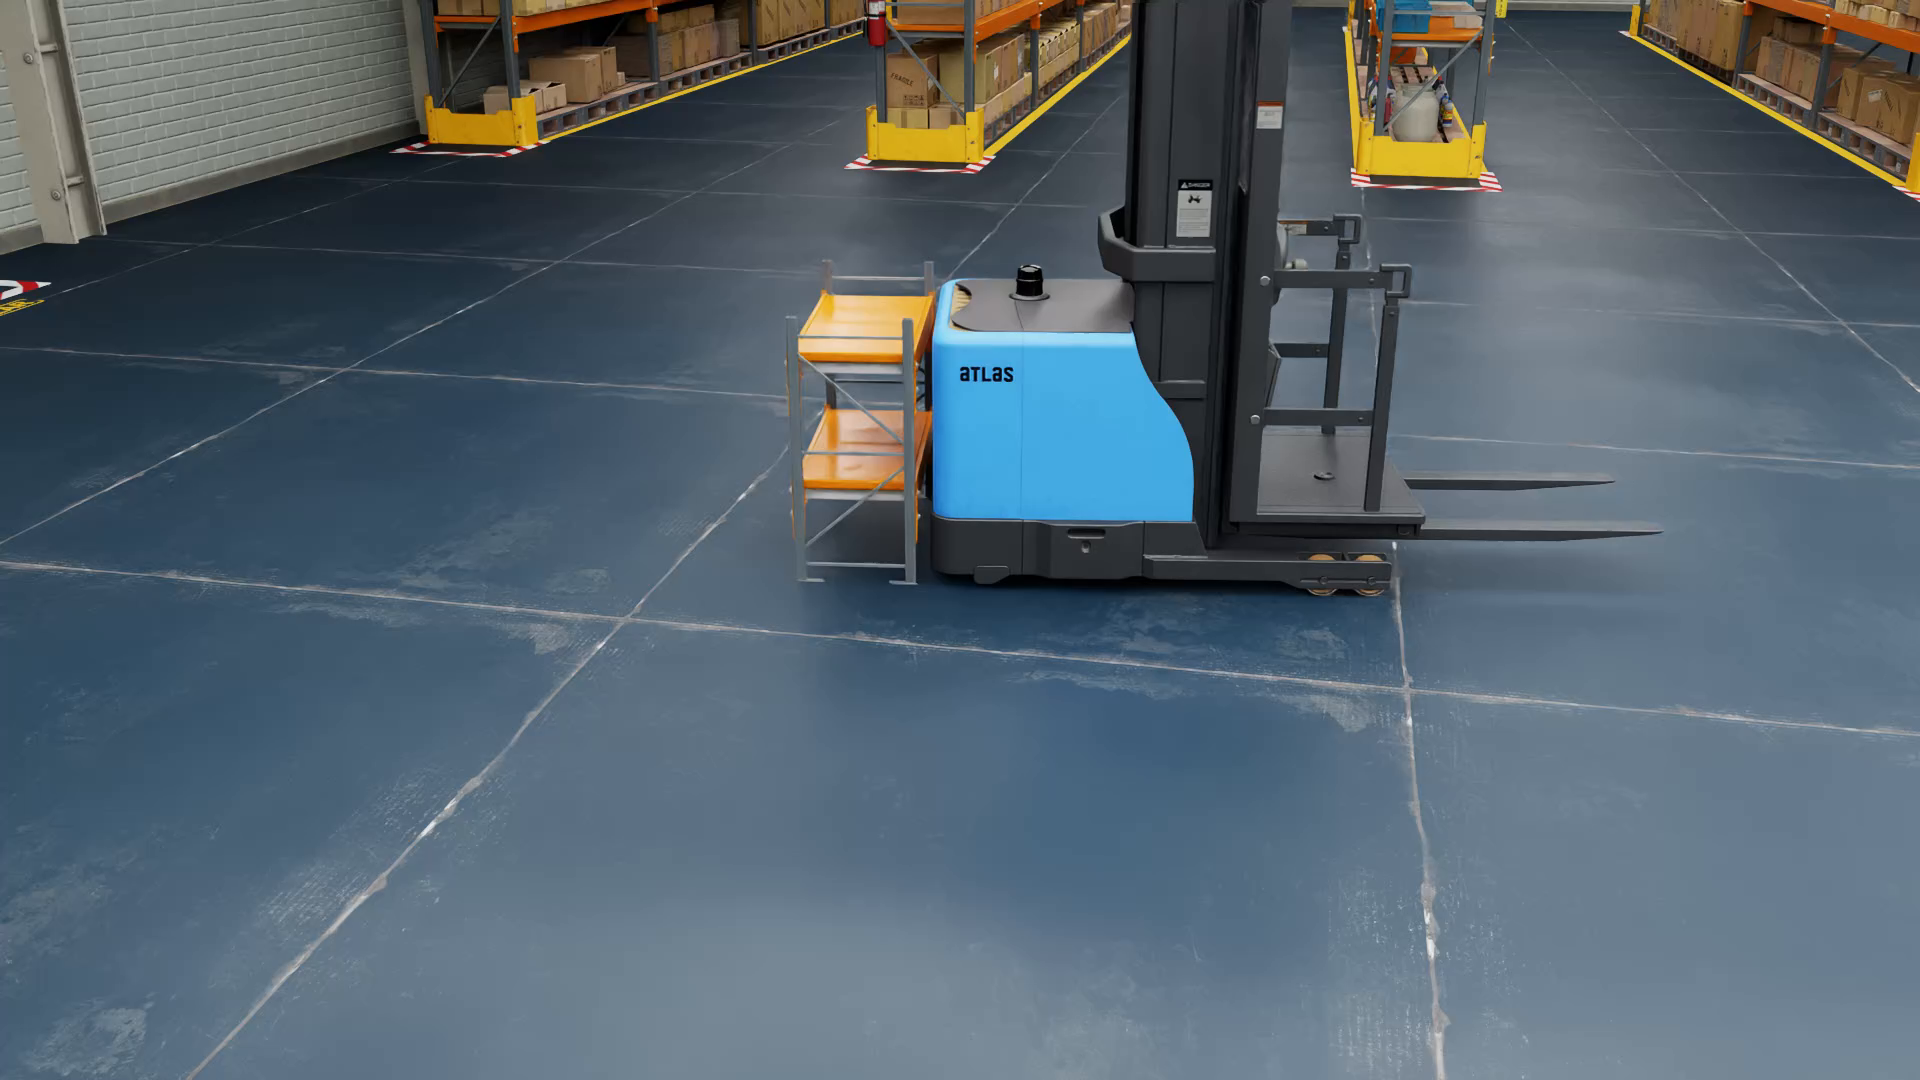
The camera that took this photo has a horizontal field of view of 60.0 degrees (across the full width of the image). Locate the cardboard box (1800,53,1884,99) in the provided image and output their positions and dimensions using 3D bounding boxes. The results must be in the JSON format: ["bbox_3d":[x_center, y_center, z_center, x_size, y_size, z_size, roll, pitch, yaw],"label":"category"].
[{"bbox_3d":[10.424,-5.465,19.666,0.700,0.500,0.500,4,22,11],"label":"cardboard box"}]

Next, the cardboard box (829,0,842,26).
[{"bbox_3d":[-2.500,-9.384,29.424,0.700,0.500,0.500,5,22,12],"label":"cardboard box"}]

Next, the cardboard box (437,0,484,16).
[{"bbox_3d":[-5.296,-5.820,17.964,0.500,0.250,0.500,5,22,12],"label":"cardboard box"}]

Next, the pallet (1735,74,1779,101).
[{"bbox_3d":[10.817,-5.909,21.742,1.003,0.211,1.213,4,22,11],"label":"pallet"}]

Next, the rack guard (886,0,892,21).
[{"bbox_3d":[-1.932,-10.396,32.497,1.175,0.500,0.348,4,22,11],"label":"rack guard"}]

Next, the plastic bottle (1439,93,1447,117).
[{"bbox_3d":[5.304,-4.753,18.204,0.097,0.271,0.097,0,22,0],"label":"plastic bottle"}]

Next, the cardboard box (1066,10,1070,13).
[{"bbox_3d":[1.449,-8.031,26.035,0.500,0.500,0.500,4,22,9],"label":"cardboard box"}]

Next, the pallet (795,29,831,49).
[{"bbox_3d":[-2.837,-8.502,28.182,1.003,0.211,1.213,4,22,11],"label":"pallet"}]

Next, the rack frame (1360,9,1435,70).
[{"bbox_3d":[6.129,-7.865,22.868,1.000,3.000,0.127,4,22,11],"label":"rack frame"}]

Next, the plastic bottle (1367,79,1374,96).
[{"bbox_3d":[4.819,-5.258,19.457,0.097,0.271,0.097,0,22,0],"label":"plastic bottle"}]

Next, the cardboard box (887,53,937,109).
[{"bbox_3d":[-0.533,-4.805,17.383,0.500,0.500,0.500,4,22,11],"label":"cardboard box"}]

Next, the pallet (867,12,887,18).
[{"bbox_3d":[-2.023,-9.954,31.788,1.003,0.211,1.213,4,22,11],"label":"pallet"}]

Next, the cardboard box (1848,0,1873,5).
[{"bbox_3d":[9.873,-5.869,17.380,0.875,0.500,0.500,4,22,11],"label":"cardboard box"}]

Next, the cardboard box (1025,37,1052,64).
[{"bbox_3d":[0.900,-6.276,21.289,0.500,0.311,0.500,4,22,10],"label":"cardboard box"}]

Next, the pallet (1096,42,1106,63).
[{"bbox_3d":[1.721,-7.666,26.105,1.003,0.211,1.213,4,22,11],"label":"pallet"}]

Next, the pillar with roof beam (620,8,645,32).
[{"bbox_3d":[-0.467,-10.666,21.791,9.100,9.000,0.400,4,22,11],"label":"pillar with roof beam"}]

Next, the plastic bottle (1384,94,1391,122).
[{"bbox_3d":[4.625,-4.671,17.983,0.061,0.283,0.133,4,22,11],"label":"plastic bottle"}]

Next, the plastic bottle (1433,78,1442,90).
[{"bbox_3d":[5.425,-5.050,18.835,0.144,0.351,0.185,3,22,8],"label":"plastic bottle"}]

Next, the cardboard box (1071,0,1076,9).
[{"bbox_3d":[1.556,-8.576,26.385,0.500,0.250,0.500,5,22,11],"label":"cardboard box"}]

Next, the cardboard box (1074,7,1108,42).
[{"bbox_3d":[2.065,-8.186,26.421,0.500,0.500,0.500,5,22,12],"label":"cardboard box"}]

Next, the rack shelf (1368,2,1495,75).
[{"bbox_3d":[4.905,-5.337,17.554,1.077,0.370,4.000,4,22,11],"label":"rack shelf"}]

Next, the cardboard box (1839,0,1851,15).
[{"bbox_3d":[9.760,-5.762,17.982,0.380,0.149,0.250,4,22,11],"label":"cardboard box"}]

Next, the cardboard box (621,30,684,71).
[{"bbox_3d":[-4.195,-6.666,22.646,0.700,0.500,0.500,4,22,10],"label":"cardboard box"}]

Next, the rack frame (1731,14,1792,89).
[{"bbox_3d":[10.978,-7.488,21.931,1.000,3.000,0.127,4,22,11],"label":"rack frame"}]

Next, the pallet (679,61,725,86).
[{"bbox_3d":[-3.981,-6.597,23.450,1.003,0.211,1.213,4,22,11],"label":"pallet"}]

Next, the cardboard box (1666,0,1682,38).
[{"bbox_3d":[12.191,-8.724,27.283,0.875,0.875,0.875,4,22,11],"label":"cardboard box"}]

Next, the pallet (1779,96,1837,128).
[{"bbox_3d":[10.319,-5.016,19.526,1.003,0.211,1.213,4,22,11],"label":"pallet"}]

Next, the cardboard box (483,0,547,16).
[{"bbox_3d":[-4.791,-5.789,17.886,0.500,0.250,0.500,4,22,9],"label":"cardboard box"}]

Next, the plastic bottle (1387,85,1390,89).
[{"bbox_3d":[4.831,-5.015,18.854,0.097,0.271,0.097,0,22,0],"label":"plastic bottle"}]

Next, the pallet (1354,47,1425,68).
[{"bbox_3d":[6.500,-7.308,25.217,1.003,0.211,1.213,4,22,11],"label":"pallet"}]

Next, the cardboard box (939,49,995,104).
[{"bbox_3d":[0.076,-4.948,17.739,0.500,0.500,0.500,4,22,11],"label":"cardboard box"}]

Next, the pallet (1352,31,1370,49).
[{"bbox_3d":[7.058,-8.307,27.696,1.003,0.211,1.213,4,22,11],"label":"pallet"}]

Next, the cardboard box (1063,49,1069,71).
[{"bbox_3d":[1.205,-6.580,22.795,0.500,0.250,0.500,5,22,12],"label":"cardboard box"}]

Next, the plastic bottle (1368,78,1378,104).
[{"bbox_3d":[4.704,-5.045,18.823,0.144,0.351,0.185,4,22,9],"label":"plastic bottle"}]

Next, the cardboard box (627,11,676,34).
[{"bbox_3d":[-4.165,-6.982,22.428,0.500,0.250,0.500,4,22,10],"label":"cardboard box"}]

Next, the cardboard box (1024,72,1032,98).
[{"bbox_3d":[0.584,-5.515,20.149,0.500,0.250,0.500,4,22,11],"label":"cardboard box"}]

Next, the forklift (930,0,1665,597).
[{"bbox_3d":[1.404,-1.332,6.737,3.031,2.935,1.130,1,22,2],"label":"forklift"}]

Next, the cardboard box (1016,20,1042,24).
[{"bbox_3d":[0.887,-7.255,23.719,0.500,0.311,0.500,5,23,13],"label":"cardboard box"}]

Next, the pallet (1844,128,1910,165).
[{"bbox_3d":[9.813,-4.036,17.091,1.003,0.211,1.213,4,22,11],"label":"pallet"}]

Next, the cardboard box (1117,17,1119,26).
[{"bbox_3d":[2.561,-9.051,29.016,0.380,0.166,0.250,4,22,11],"label":"cardboard box"}]

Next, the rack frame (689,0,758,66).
[{"bbox_3d":[-3.569,-8.621,24.743,1.000,3.000,0.127,4,22,11],"label":"rack frame"}]

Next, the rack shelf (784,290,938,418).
[{"bbox_3d":[-0.400,-0.807,7.069,0.538,0.278,1.000,1,22,3],"label":"rack shelf"}]

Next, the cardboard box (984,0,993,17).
[{"bbox_3d":[-0.034,-5.908,17.875,0.700,0.500,0.500,5,22,11],"label":"cardboard box"}]

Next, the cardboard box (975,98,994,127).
[{"bbox_3d":[0.074,-4.600,17.879,0.500,0.250,0.500,4,22,11],"label":"cardboard box"}]

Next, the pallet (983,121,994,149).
[{"bbox_3d":[-0.236,-4.308,17.768,1.003,0.211,1.213,4,22,11],"label":"pallet"}]

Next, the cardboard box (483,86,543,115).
[{"bbox_3d":[-4.972,-4.898,18.510,0.500,0.311,0.500,2,22,5],"label":"cardboard box"}]

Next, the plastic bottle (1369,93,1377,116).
[{"bbox_3d":[4.549,-4.726,18.130,0.152,0.276,0.135,4,22,9],"label":"plastic bottle"}]

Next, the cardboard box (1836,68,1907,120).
[{"bbox_3d":[10.041,-4.917,18.331,0.500,0.500,0.500,4,22,9],"label":"cardboard box"}]

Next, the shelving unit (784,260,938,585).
[{"bbox_3d":[-0.400,-0.536,7.178,0.538,1.125,1.048,1,22,3],"label":"shelving unit"}]

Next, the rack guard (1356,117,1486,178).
[{"bbox_3d":[4.466,-3.811,16.148,1.175,0.500,0.348,4,22,11],"label":"rack guard"}]

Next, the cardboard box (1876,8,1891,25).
[{"bbox_3d":[9.530,-5.303,16.842,0.380,0.149,0.250,4,22,11],"label":"cardboard box"}]

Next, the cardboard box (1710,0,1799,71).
[{"bbox_3d":[11.139,-6.948,22.872,1.225,0.875,0.875,3,22,8],"label":"cardboard box"}]

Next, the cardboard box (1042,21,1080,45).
[{"bbox_3d":[1.415,-7.213,23.617,0.500,0.311,0.500,5,22,12],"label":"cardboard box"}]

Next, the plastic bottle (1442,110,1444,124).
[{"bbox_3d":[5.193,-4.523,17.725,0.097,0.201,0.097,0,22,0],"label":"plastic bottle"}]

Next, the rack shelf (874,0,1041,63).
[{"bbox_3d":[0.057,-5.716,18.495,1.077,0.370,4.000,4,22,11],"label":"rack shelf"}]

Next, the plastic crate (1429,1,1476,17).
[{"bbox_3d":[5.230,-5.667,17.762,0.530,0.136,0.437,4,22,11],"label":"plastic crate"}]
